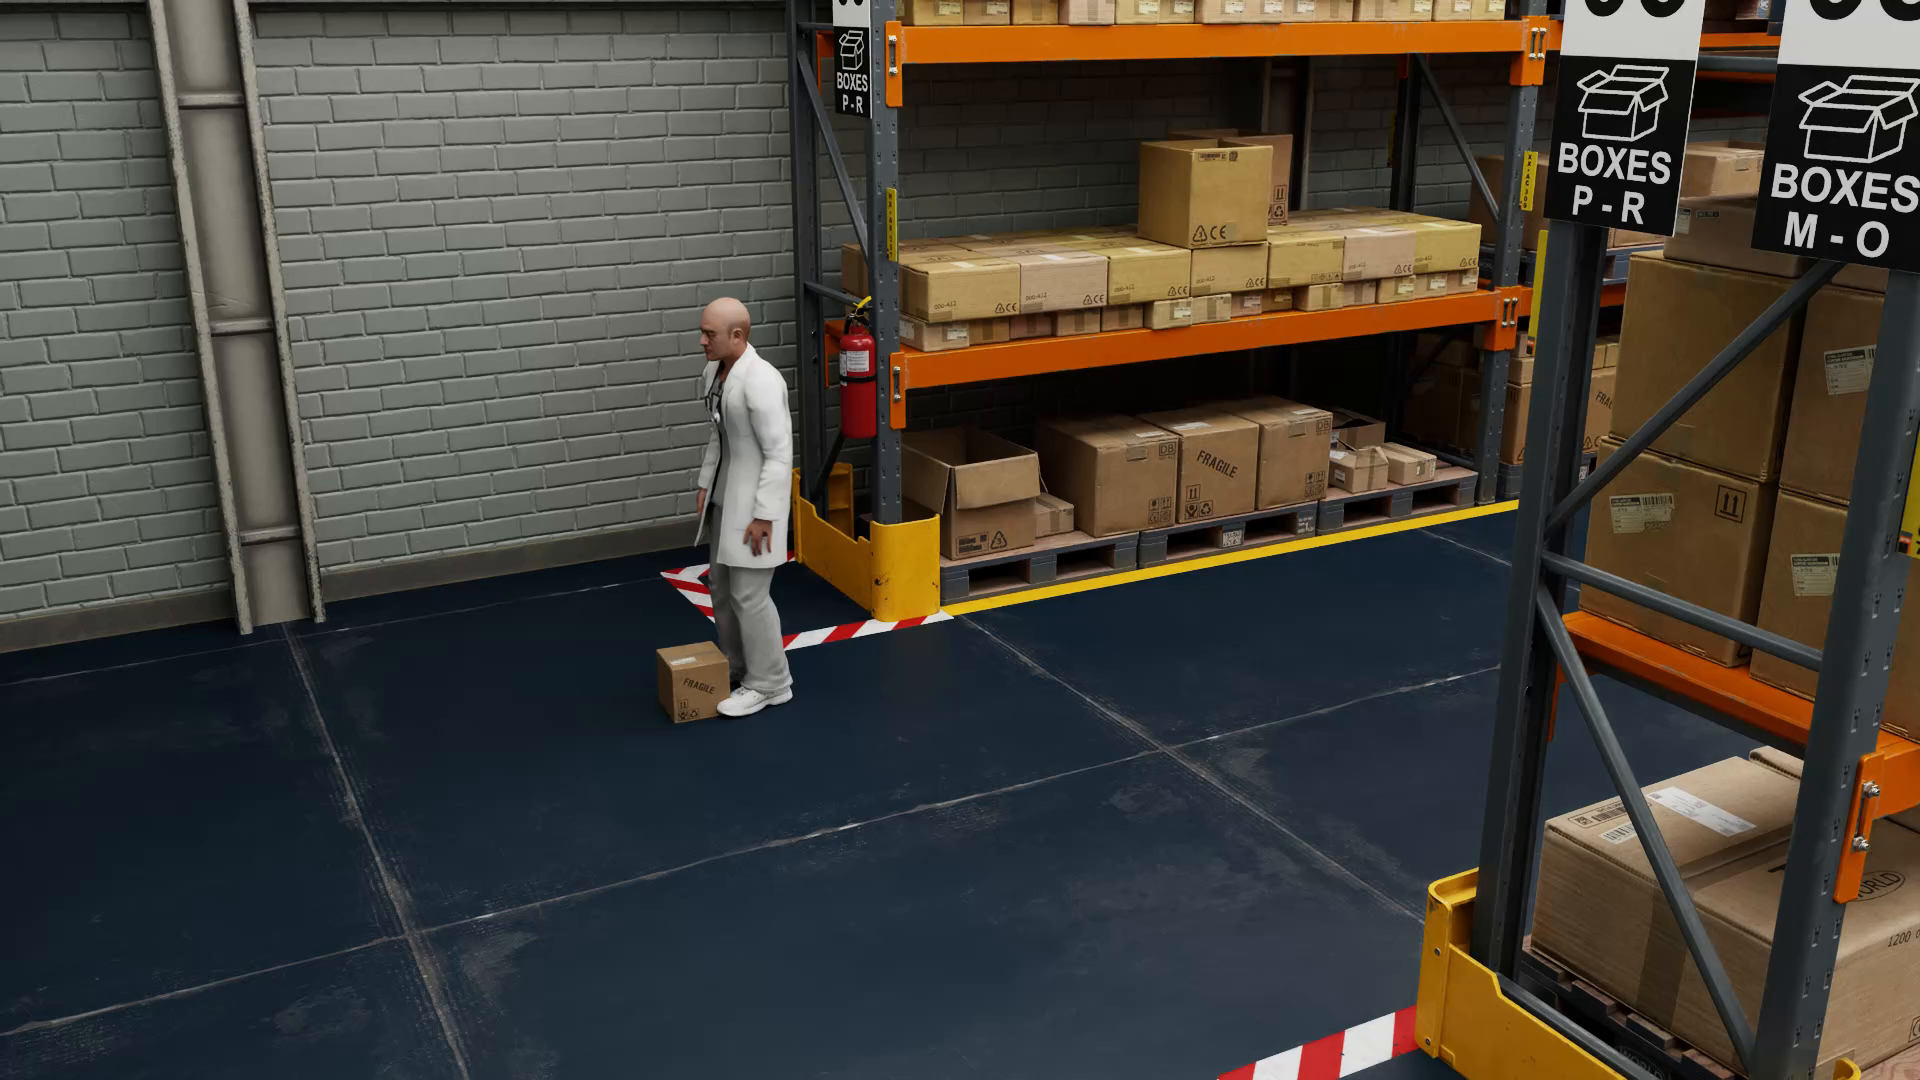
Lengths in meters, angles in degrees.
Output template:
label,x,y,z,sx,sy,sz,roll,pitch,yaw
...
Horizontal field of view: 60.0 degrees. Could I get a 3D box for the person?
label,x,y,z,sx,sy,sz,roll,pitch,yaw
person,-0.922,-0.148,7.031,0.421,1.774,0.654,-11,21,-30
